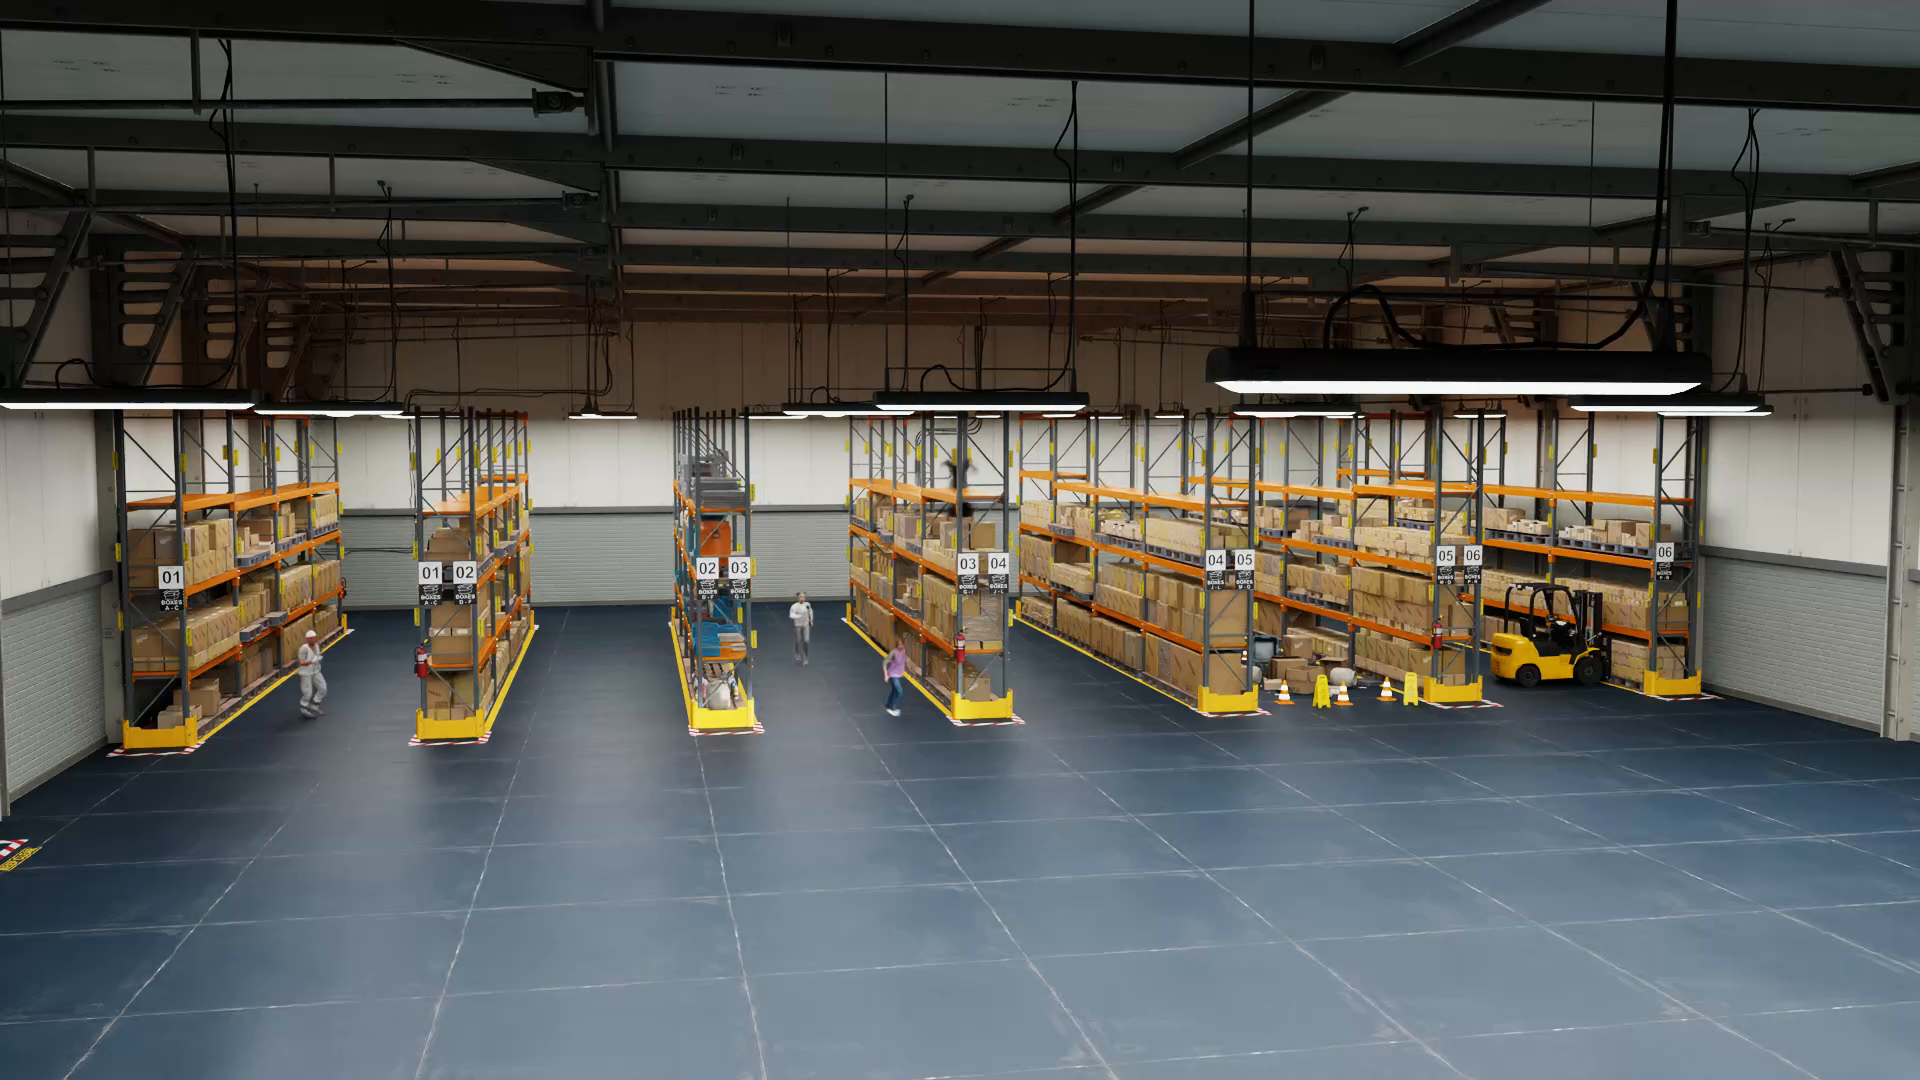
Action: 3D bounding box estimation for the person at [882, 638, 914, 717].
[{"bbox_3d":[-1.237,2.673,32.431,0.746,1.566,0.567,3,5,33],"label":"person"}]

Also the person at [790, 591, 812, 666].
[{"bbox_3d":[-3.756,2.074,39.387,0.572,1.736,0.845,-1,4,-13],"label":"person"}]

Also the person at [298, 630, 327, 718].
[{"bbox_3d":[-12.487,2.592,31.933,0.874,1.740,0.619,2,5,31],"label":"person"}]
